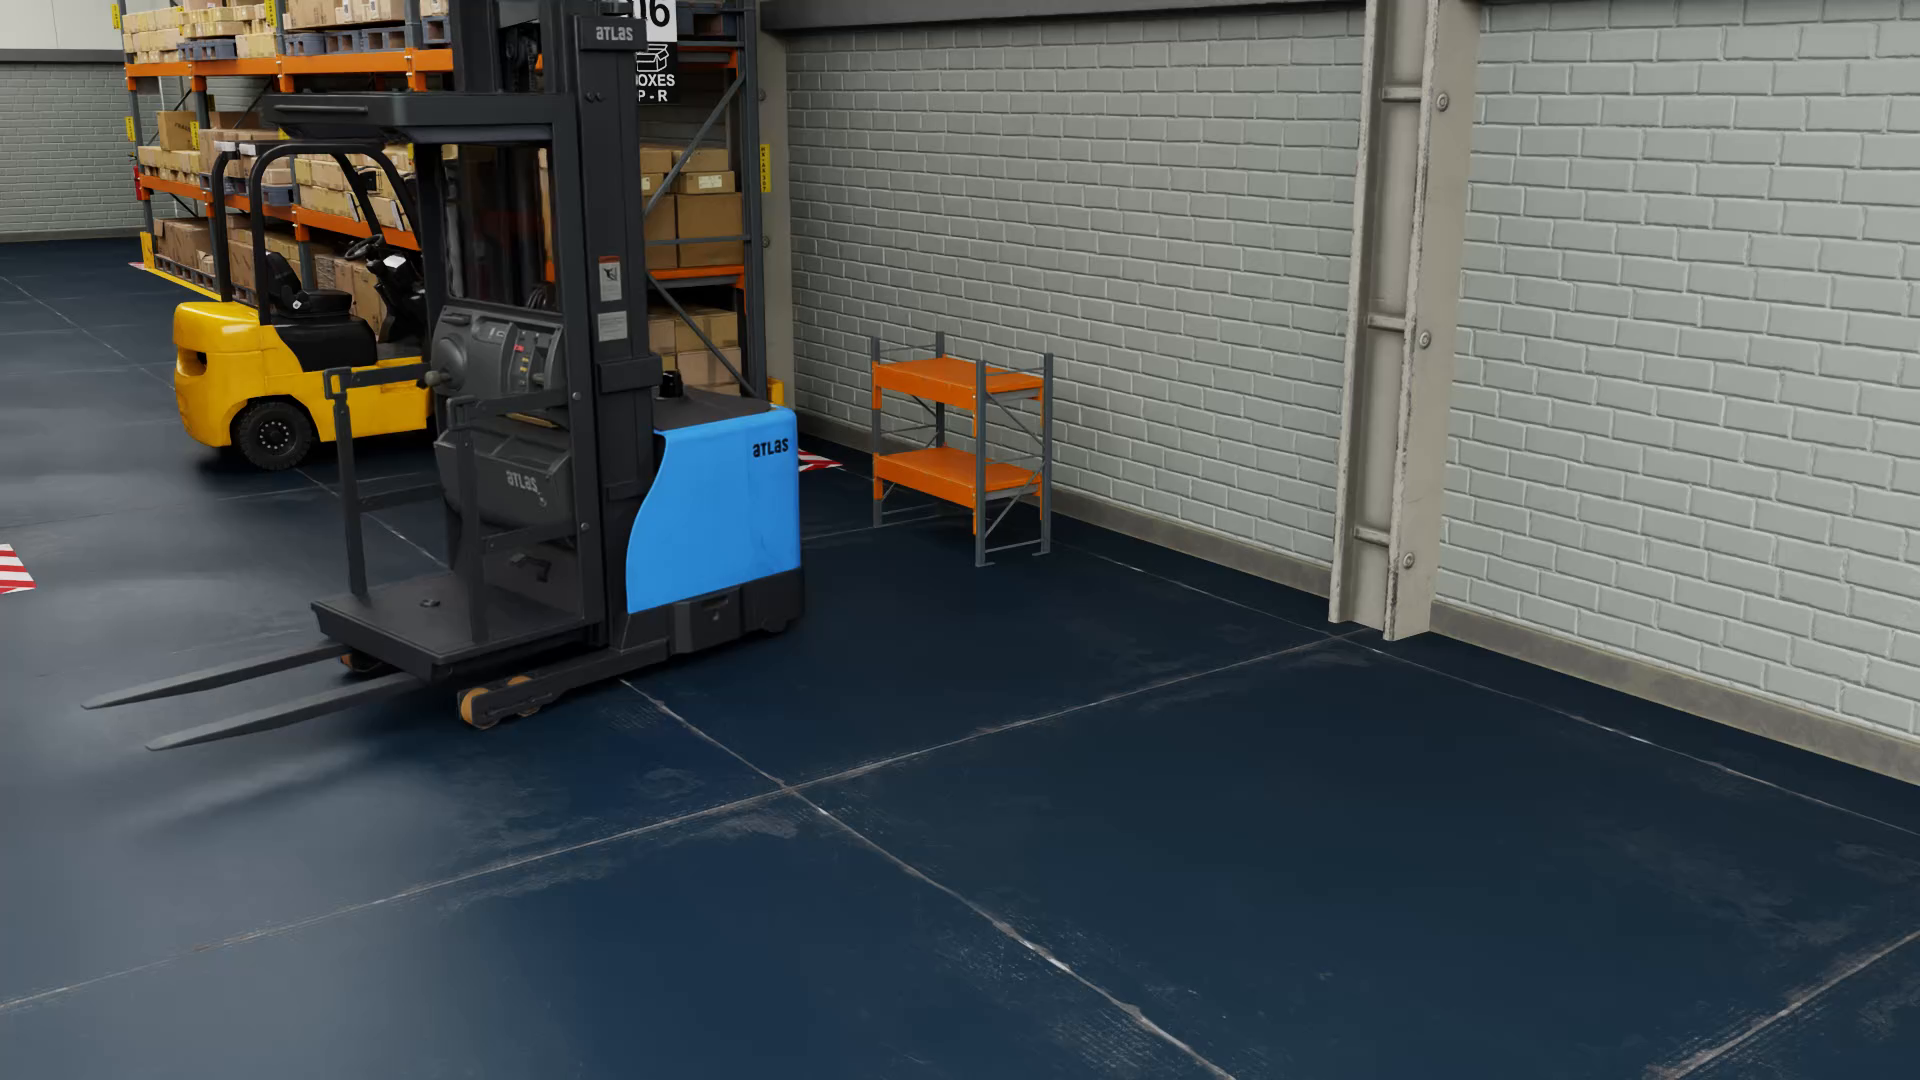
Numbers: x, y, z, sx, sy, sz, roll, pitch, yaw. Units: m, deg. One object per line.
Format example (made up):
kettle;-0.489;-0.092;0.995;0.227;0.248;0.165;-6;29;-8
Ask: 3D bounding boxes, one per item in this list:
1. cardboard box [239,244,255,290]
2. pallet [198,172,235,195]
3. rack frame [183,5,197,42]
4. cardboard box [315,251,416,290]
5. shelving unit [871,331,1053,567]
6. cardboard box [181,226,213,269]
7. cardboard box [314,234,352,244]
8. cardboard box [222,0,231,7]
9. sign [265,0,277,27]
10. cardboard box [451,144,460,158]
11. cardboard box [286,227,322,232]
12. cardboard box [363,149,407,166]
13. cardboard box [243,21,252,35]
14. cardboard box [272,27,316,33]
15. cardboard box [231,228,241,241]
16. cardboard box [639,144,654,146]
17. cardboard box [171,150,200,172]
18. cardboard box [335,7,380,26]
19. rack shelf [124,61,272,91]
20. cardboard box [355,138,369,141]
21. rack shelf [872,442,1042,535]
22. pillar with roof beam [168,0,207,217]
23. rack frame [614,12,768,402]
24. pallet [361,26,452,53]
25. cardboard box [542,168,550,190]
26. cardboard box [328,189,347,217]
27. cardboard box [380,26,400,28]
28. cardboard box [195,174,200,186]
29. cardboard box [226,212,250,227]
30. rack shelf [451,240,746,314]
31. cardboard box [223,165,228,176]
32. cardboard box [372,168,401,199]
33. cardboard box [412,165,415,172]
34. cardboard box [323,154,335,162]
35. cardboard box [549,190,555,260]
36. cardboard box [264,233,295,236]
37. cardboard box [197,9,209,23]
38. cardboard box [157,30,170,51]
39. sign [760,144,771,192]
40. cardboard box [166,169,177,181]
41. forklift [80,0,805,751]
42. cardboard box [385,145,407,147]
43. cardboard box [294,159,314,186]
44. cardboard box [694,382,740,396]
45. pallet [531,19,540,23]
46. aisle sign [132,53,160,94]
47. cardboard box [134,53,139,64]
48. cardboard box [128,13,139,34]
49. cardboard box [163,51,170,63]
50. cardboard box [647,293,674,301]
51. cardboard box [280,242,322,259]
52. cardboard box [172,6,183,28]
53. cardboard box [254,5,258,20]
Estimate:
cardboard box;-8.151;-3.230;19.634;0.500;0.500;0.500;-12;19;-36
pallet;-8.482;-4.310;20.006;1.003;0.211;1.213;-11;19;-35
rack frame;-8.864;-7.484;19.874;1.000;3.000;0.127;-11;19;-35
cardboard box;-6.156;-2.658;17.309;0.875;0.625;0.625;-10;18;-33
shelving unit;-0.004;-0.544;9.433;0.538;1.125;1.048;-11;19;-35
cardboard box;-9.851;-3.886;22.032;0.700;0.500;0.500;-12;19;-37
cardboard box;-7.190;-3.428;19.130;0.380;0.149;0.250;-11;19;-36
cardboard box;-8.629;-6.455;19.941;0.396;0.266;0.258;-11;19;-35
sign;-6.952;-5.349;16.775;0.100;0.325;0.005;-11;19;-35
cardboard box;-3.972;-3.234;13.727;0.380;0.149;0.250;-11;19;-34
cardboard box;-7.934;-3.710;20.160;0.380;0.149;0.250;-12;19;-37
cardboard box;-5.316;-3.550;15.447;0.380;0.149;0.250;-11;19;-34
cardboard box;-7.651;-5.620;18.275;0.380;0.149;0.250;-10;18;-33
cardboard box;-6.915;-5.341;17.257;0.380;0.149;0.250;-10;18;-33
cardboard box;-8.643;-3.735;20.252;0.380;0.149;0.250;-11;19;-36
cardboard box;-2.435;-2.860;12.363;0.380;0.149;0.250;-10;18;-33
cardboard box;-9.950;-4.946;21.685;0.500;0.250;0.500;-11;19;-35
cardboard box;-5.506;-4.811;15.281;0.380;0.149;0.250;-11;19;-35
rack shelf;-10.040;-6.117;21.925;1.077;0.370;4.000;-11;19;-35
cardboard box;-6.688;-4.121;17.967;0.500;0.500;0.500;-10;18;-32
rack shelf;-0.004;-0.308;9.497;0.538;0.278;1.000;-11;19;-35
pillar with roof beam;-15.554;-8.386;23.168;9.100;9.000;0.400;-11;19;-35
rack frame;-1.808;-2.028;11.304;1.000;3.000;0.127;-11;19;-35
pallet;-4.689;-4.423;14.735;0.805;0.209;1.217;-12;19;-37
cardboard box;-2.848;-2.639;12.118;0.380;0.149;0.250;-12;19;-36
cardboard box;-5.849;-3.314;16.287;0.500;0.250;0.500;-12;19;-36
cardboard box;-5.371;-5.004;15.952;0.380;0.166;0.250;-11;19;-35
cardboard box;-9.426;-4.550;20.996;0.380;0.149;0.250;-10;18;-33
cardboard box;-8.819;-3.935;20.419;0.380;0.149;0.250;-11;19;-35
rack shelf;-2.984;-2.108;12.959;1.077;0.370;4.000;-11;19;-35
cardboard box;-8.357;-4.372;19.327;0.396;0.266;0.258;-10;18;-32
cardboard box;-4.964;-3.225;15.014;0.500;0.250;0.500;-11;19;-36
cardboard box;-4.541;-3.282;14.466;0.380;0.149;0.250;-10;18;-33
cardboard box;-6.069;-3.822;16.441;0.380;0.149;0.250;-11;19;-34
cardboard box;-2.608;-2.253;11.936;0.500;0.500;0.500;-10;18;-33
cardboard box;-7.868;-3.460;19.247;0.380;0.149;0.250;-11;19;-34
cardboard box;-8.541;-6.021;19.138;0.380;0.149;0.250;-11;19;-35
cardboard box;-9.956;-6.393;21.291;0.500;0.250;0.500;-10;18;-33
sign;-1.356;-2.569;11.489;0.100;0.325;0.005;-11;19;-35
cardboard box;-10.356;-4.875;22.181;0.380;0.149;0.250;-10;18;-33
forklift;-2.118;-0.796;6.933;1.130;2.935;3.031;14;21;41
cardboard box;-5.519;-3.847;16.530;0.380;0.149;0.250;-11;19;-35
cardboard box;-6.469;-3.769;17.000;0.500;0.250;0.500;-11;19;-35
cardboard box;-1.939;-1.040;12.106;0.500;0.250;0.500;-11;19;-34
pallet;-2.925;-3.848;12.438;1.003;0.211;1.213;-11;19;-35
aisle sign;-11.494;-6.667;23.330;0.394;0.787;0.004;-11;19;-35
cardboard box;-11.217;-6.666;23.043;0.380;0.149;0.250;-10;18;-33
cardboard box;-10.874;-6.958;22.409;0.500;0.250;0.500;-11;19;-35
cardboard box;-10.034;-6.226;21.436;0.380;0.149;0.250;-11;19;-34
cardboard box;-2.520;-1.733;12.746;0.500;0.250;0.500;-11;19;-35
cardboard box;-7.193;-3.166;18.171;0.380;0.149;0.250;-12;19;-37
cardboard box;-9.355;-6.420;20.442;0.500;0.250;0.500;-11;19;-34
cardboard box;-7.335;-5.656;17.844;0.380;0.149;0.250;-11;19;-35
